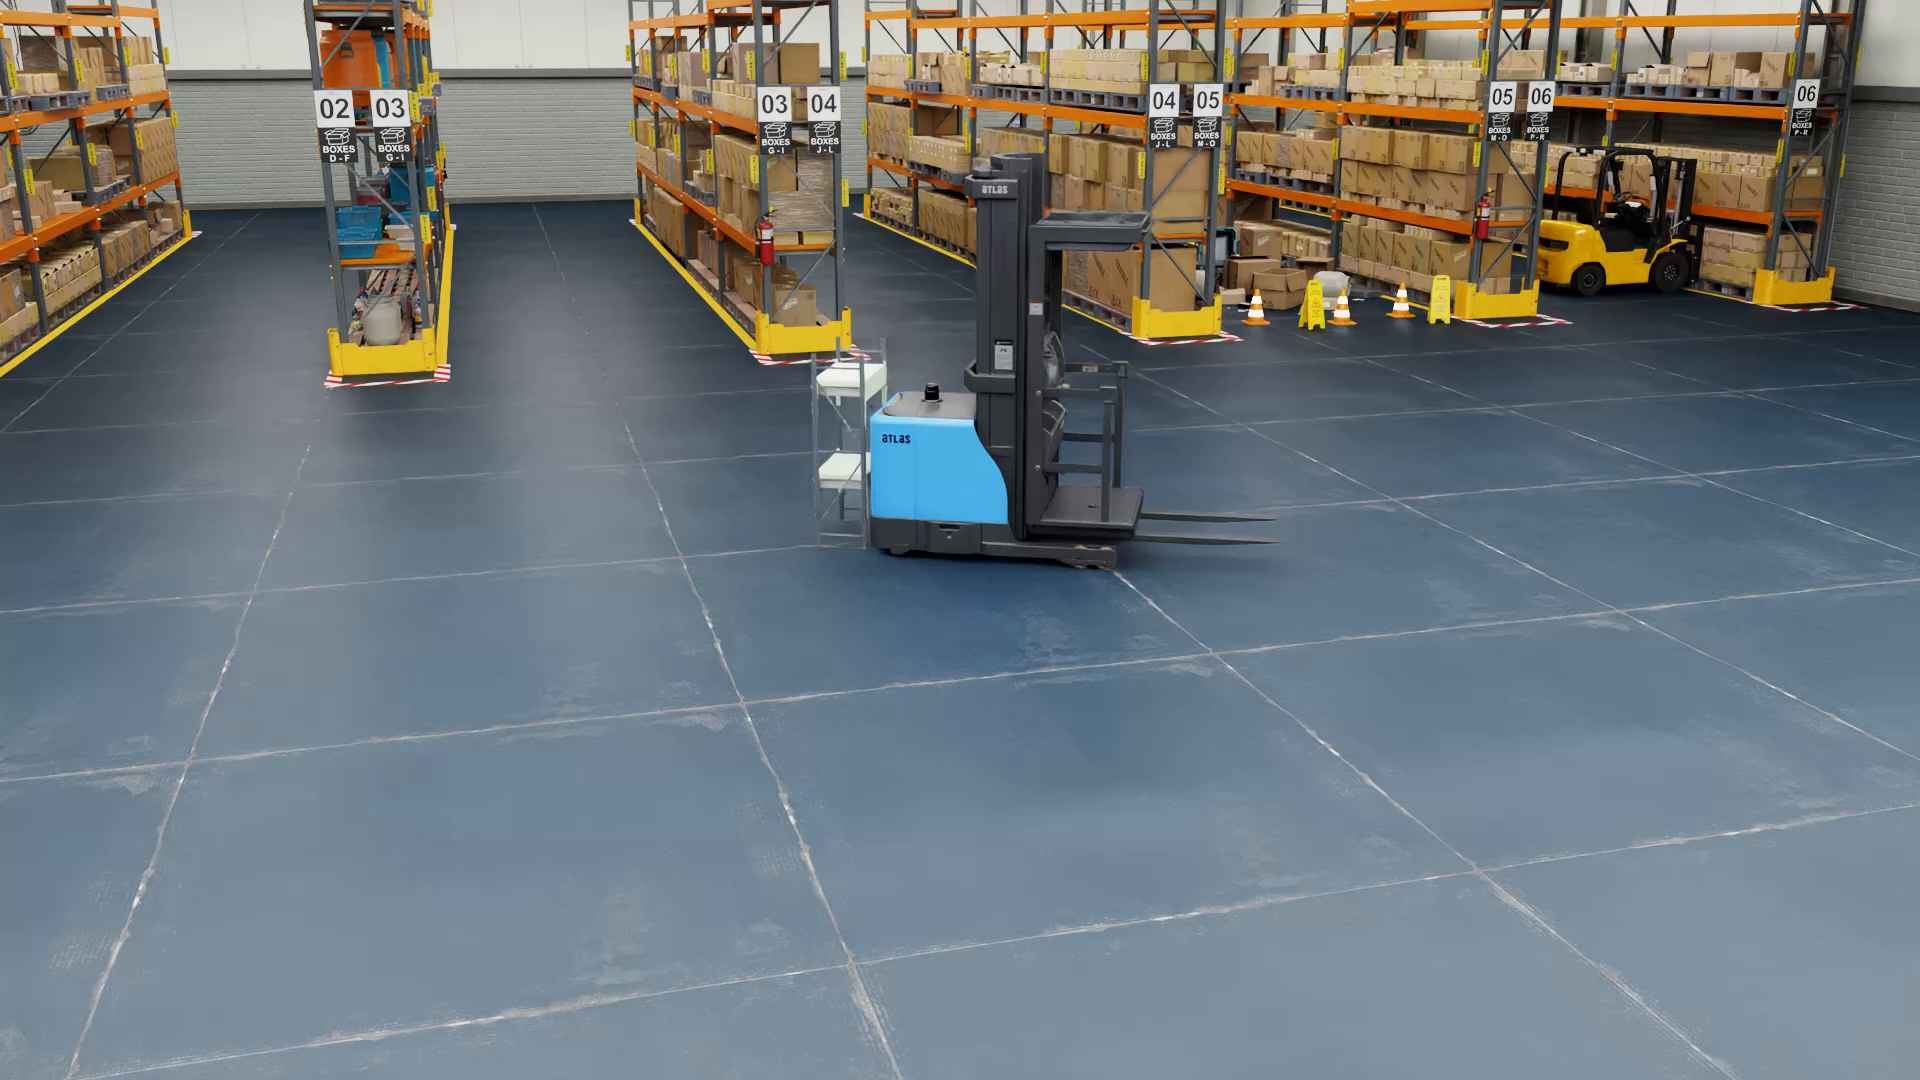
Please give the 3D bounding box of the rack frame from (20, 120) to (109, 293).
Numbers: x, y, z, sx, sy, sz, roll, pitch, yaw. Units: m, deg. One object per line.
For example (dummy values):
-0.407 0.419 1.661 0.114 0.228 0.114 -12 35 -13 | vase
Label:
-13.665 -5.236 25.170 1.000 3.000 0.127 -5 17 -15 | rack frame

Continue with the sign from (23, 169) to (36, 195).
-12.032 -4.627 21.499 0.100 0.325 0.005 -5 17 -15 | sign

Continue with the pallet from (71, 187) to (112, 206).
-13.919 -5.326 25.804 1.213 0.211 1.003 -5 17 -15 | pallet

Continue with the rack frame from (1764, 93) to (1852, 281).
12.360 -4.983 24.326 1.000 3.000 0.127 -5 17 -15 | rack frame

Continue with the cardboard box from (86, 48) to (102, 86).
-14.491 -7.748 27.240 0.600 0.600 0.600 -5 17 -16 | cardboard box

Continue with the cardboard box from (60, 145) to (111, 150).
-14.849 -6.443 28.284 0.700 0.500 0.500 -12 20 -34 | cardboard box

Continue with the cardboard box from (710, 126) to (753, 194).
-3.123 -5.631 24.713 1.000 1.000 1.000 -5 17 -15 | cardboard box

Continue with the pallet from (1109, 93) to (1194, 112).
2.642 -5.768 21.881 1.003 0.211 1.213 -5 17 -15 | pallet

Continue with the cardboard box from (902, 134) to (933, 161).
-0.846 -7.791 32.984 0.500 0.500 0.500 -5 17 -15 | cardboard box

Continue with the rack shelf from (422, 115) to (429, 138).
-8.352 -6.166 24.301 1.077 0.370 4.000 -5 17 -15 | rack shelf

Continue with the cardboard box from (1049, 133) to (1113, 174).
1.825 -5.761 24.778 0.875 0.550 0.550 -5 17 -15 | cardboard box

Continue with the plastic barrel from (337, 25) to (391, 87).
-7.631 -6.115 21.279 0.600 0.901 0.708 -5 17 -15 | plastic barrel

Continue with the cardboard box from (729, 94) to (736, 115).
-2.733 -5.703 21.770 0.500 0.250 0.500 -5 17 -16 | cardboard box

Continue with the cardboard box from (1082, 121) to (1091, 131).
3.049 -9.386 37.074 0.500 0.500 0.500 -5 17 -16 | cardboard box

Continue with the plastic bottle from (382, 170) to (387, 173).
-9.985 -6.260 28.793 0.152 0.276 0.135 -5 17 -15 | plastic bottle

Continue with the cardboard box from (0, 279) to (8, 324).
-11.810 -2.848 19.965 0.500 0.500 0.500 -5 17 -15 | cardboard box

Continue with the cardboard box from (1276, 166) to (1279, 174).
5.688 -6.405 28.767 0.380 0.149 0.250 -4 17 -13 | cardboard box

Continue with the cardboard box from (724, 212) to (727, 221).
-3.118 -4.571 23.393 0.380 0.149 0.250 -5 17 -15 | cardboard box

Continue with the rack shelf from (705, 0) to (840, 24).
-2.490 -6.886 21.490 1.077 0.370 4.000 -5 17 -15 | rack shelf

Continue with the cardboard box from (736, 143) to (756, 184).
-2.607 -4.884 21.568 0.500 0.500 0.500 -5 17 -15 | cardboard box

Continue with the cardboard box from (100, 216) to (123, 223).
-15.193 -5.492 29.600 0.500 0.500 0.500 -5 17 -15 | cardboard box

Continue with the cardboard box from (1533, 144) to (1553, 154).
10.426 -6.943 29.550 0.380 0.149 0.250 -5 17 -17 | cardboard box

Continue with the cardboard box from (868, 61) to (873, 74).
-1.667 -10.055 35.390 0.500 0.250 0.500 -4 17 -14 | cardboard box

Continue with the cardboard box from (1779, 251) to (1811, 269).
12.430 -4.253 25.077 0.500 0.250 0.500 -4 17 -14 | cardboard box

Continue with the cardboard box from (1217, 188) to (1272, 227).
5.280 -6.183 31.286 0.875 0.875 0.875 -5 17 -16 | cardboard box

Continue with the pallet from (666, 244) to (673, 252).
-4.954 -5.582 31.168 1.003 0.211 1.213 -5 17 -15 | pallet

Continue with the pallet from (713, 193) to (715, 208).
-3.110 -5.043 24.861 1.003 0.211 1.213 -5 17 -15 | pallet

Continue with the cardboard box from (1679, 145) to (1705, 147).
11.882 -6.317 26.948 0.380 0.149 0.250 -5 17 -16 | cardboard box

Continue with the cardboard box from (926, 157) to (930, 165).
-0.411 -7.064 30.961 0.380 0.149 0.250 -5 17 -16 | cardboard box

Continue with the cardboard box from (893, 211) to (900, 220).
-1.161 -6.693 34.244 0.380 0.149 0.250 -5 17 -15 | cardboard box

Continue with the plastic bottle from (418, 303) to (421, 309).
-6.946 -2.914 21.396 0.061 0.283 0.133 -4 17 -14 | plastic bottle

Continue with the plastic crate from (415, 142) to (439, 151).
-10.828 -7.808 33.565 0.616 0.435 0.499 -5 17 -15 | plastic crate

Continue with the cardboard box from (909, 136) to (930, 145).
-0.775 -7.710 32.076 0.380 0.149 0.250 -4 17 -12 | cardboard box

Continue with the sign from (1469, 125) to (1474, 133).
9.642 -7.667 31.386 0.100 0.325 0.005 -5 17 -15 | sign

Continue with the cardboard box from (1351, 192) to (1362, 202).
6.386 -5.397 26.142 0.380 0.149 0.250 -4 17 -14 | cardboard box

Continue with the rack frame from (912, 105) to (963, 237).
-0.441 -7.489 32.670 1.000 3.000 0.127 -5 17 -15 | rack frame

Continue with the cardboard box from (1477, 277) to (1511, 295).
7.632 -3.718 24.167 0.500 0.250 0.500 -5 17 -16 | cardboard box

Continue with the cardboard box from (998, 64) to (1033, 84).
0.924 -7.527 26.835 0.500 0.311 0.500 -5 17 -16 | cardboard box

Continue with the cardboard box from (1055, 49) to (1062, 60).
1.602 -7.025 24.059 0.380 0.149 0.250 -5 17 -16 | cardboard box

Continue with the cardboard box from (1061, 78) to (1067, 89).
1.670 -6.573 23.940 0.380 0.149 0.250 -5 17 -15 | cardboard box

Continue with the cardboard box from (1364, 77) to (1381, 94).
6.497 -6.918 25.297 0.500 0.250 0.500 -5 17 -16 | cardboard box

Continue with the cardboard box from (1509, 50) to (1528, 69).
10.361 -8.578 30.002 0.700 0.500 0.500 -5 17 -16 | cardboard box

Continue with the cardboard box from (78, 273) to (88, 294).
-13.005 -3.713 24.148 0.500 0.250 0.500 -4 17 -14 | cardboard box

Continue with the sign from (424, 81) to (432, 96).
-8.374 -7.059 26.205 0.100 0.325 0.005 -5 17 -15 | sign

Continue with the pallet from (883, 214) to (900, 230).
-0.999 -6.675 34.806 1.003 0.211 1.213 -5 17 -15 | pallet

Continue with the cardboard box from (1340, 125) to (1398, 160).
6.401 -6.226 26.036 0.700 0.500 0.500 -5 17 -16 | cardboard box

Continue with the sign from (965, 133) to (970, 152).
0.139 -6.854 28.680 0.100 0.325 0.005 -5 17 -15 | sign

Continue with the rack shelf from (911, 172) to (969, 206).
0.108 -6.591 30.932 1.077 0.370 4.000 -5 17 -15 | rack shelf

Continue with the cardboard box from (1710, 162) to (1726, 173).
11.708 -5.699 25.411 0.380 0.149 0.250 -5 18 -17 | cardboard box

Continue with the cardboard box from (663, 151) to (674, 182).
-5.076 -6.748 30.030 0.500 0.500 0.500 -5 17 -17 | cardboard box

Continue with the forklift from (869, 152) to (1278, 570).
0.885 -1.348 12.345 3.031 2.935 1.130 3 17 10 | forklift

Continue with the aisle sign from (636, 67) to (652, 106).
-6.646 -9.473 34.754 0.394 0.787 0.004 -5 17 -15 | aisle sign

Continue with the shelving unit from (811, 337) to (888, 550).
-0.843 -0.761 12.879 0.431 1.500 0.755 3 17 10 | shelving unit

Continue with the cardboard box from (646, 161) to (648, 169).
-5.991 -7.419 32.872 0.380 0.149 0.250 -5 17 -16 | cardboard box

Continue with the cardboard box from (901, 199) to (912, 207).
-0.973 -6.824 33.645 0.380 0.149 0.250 -5 17 -16 | cardboard box
